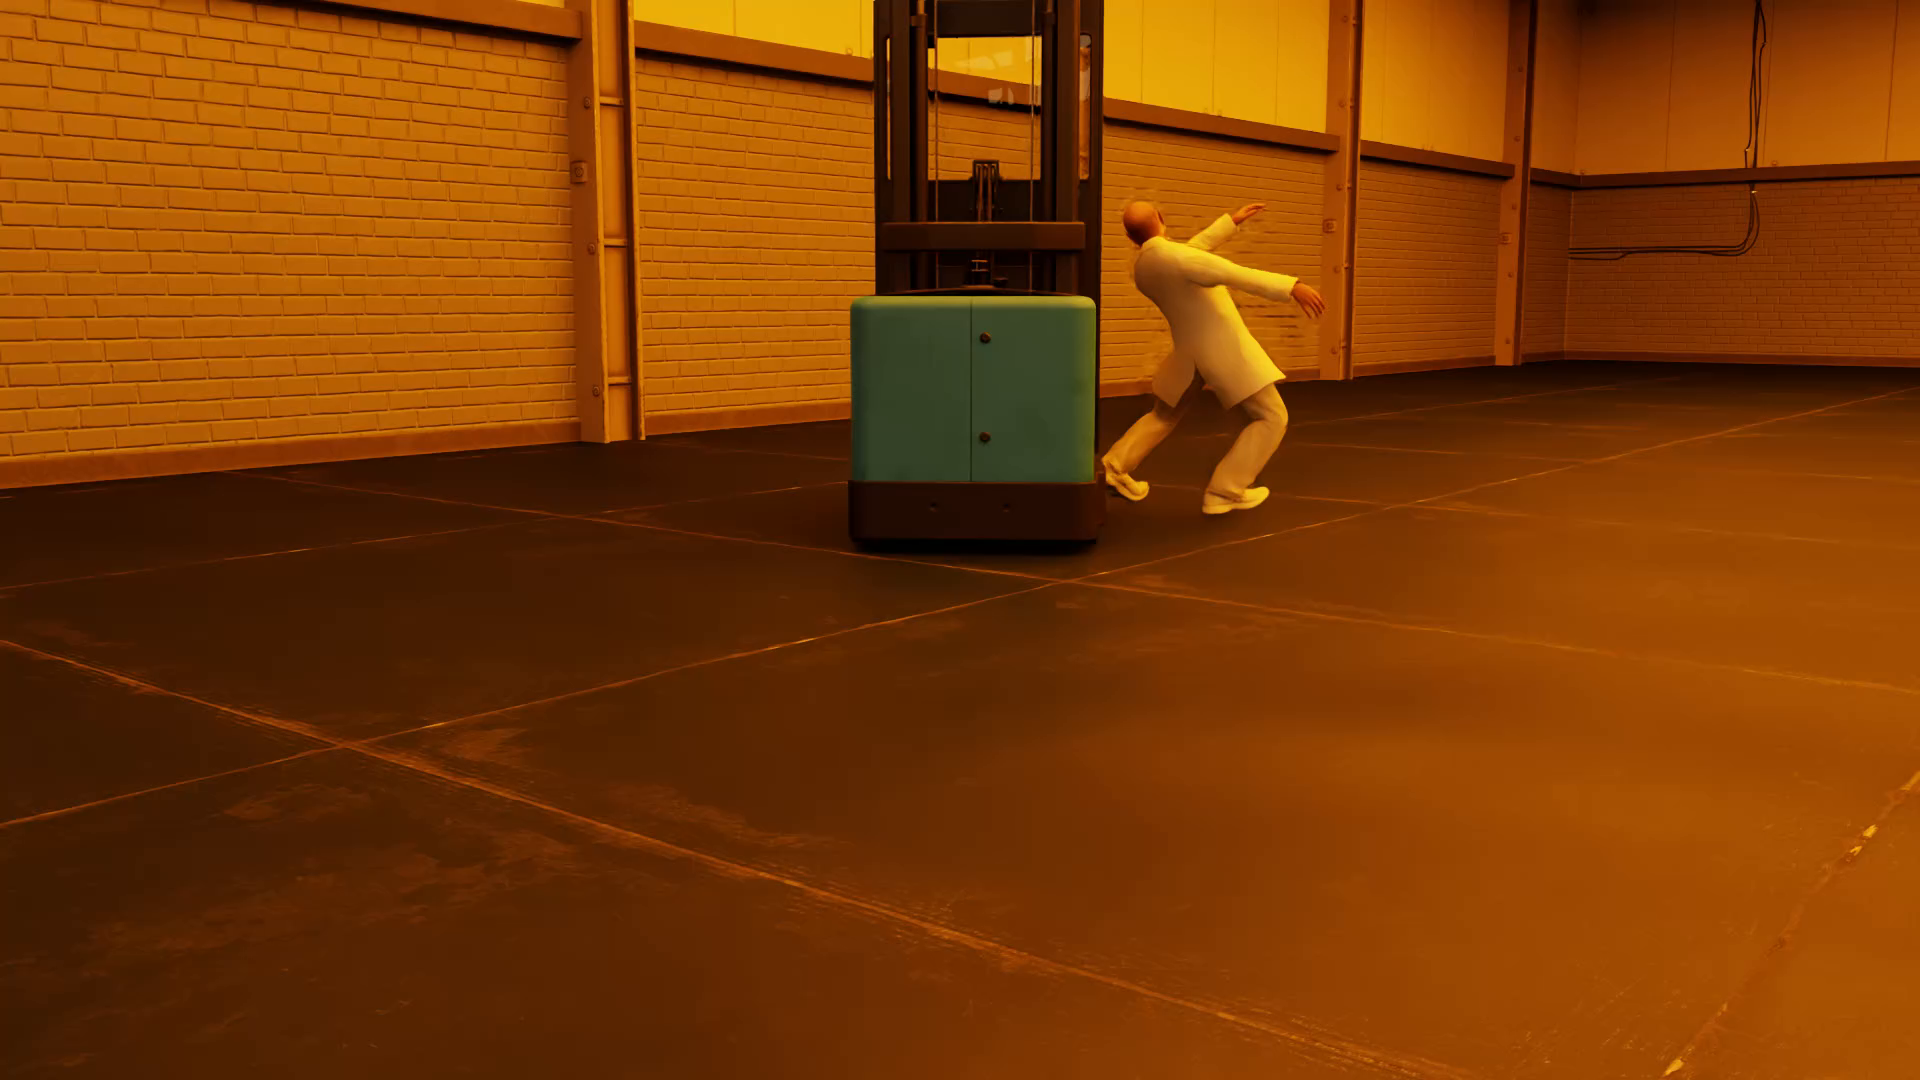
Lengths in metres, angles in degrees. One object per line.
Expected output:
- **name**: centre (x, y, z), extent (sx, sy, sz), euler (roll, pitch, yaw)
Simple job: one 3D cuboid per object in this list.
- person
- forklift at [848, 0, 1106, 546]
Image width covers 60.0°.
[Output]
- **person**: centre (1.260, -0.884, 8.080), extent (0.811, 1.504, 1.070), euler (-7, 11, -39)
- **forklift**: centre (0.154, -1.599, 8.210), extent (1.130, 2.935, 3.031), euler (1, 8, 4)
